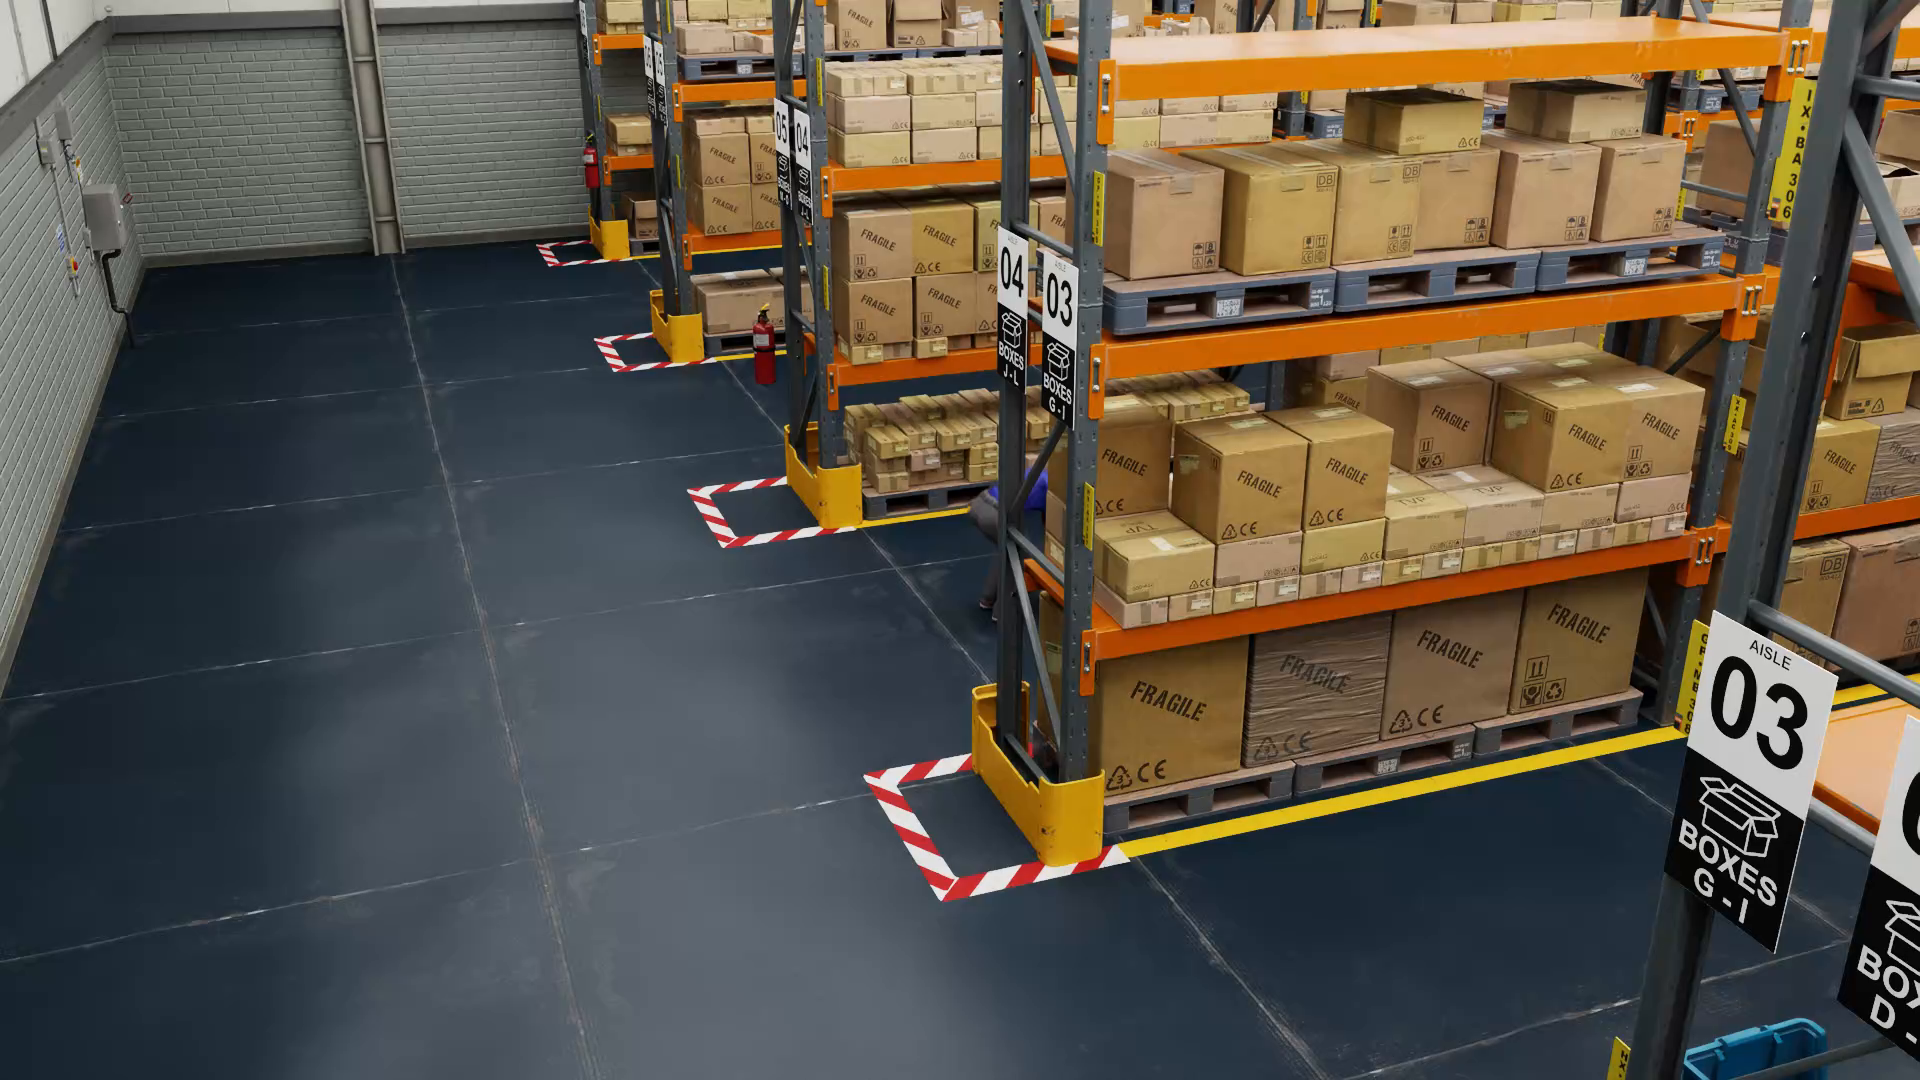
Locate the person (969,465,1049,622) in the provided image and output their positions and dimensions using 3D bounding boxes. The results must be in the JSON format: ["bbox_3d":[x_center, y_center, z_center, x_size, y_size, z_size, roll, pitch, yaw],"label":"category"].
[{"bbox_3d":[0.484,-0.019,11.592,0.851,1.105,0.450,-9,24,-21],"label":"person"}]
